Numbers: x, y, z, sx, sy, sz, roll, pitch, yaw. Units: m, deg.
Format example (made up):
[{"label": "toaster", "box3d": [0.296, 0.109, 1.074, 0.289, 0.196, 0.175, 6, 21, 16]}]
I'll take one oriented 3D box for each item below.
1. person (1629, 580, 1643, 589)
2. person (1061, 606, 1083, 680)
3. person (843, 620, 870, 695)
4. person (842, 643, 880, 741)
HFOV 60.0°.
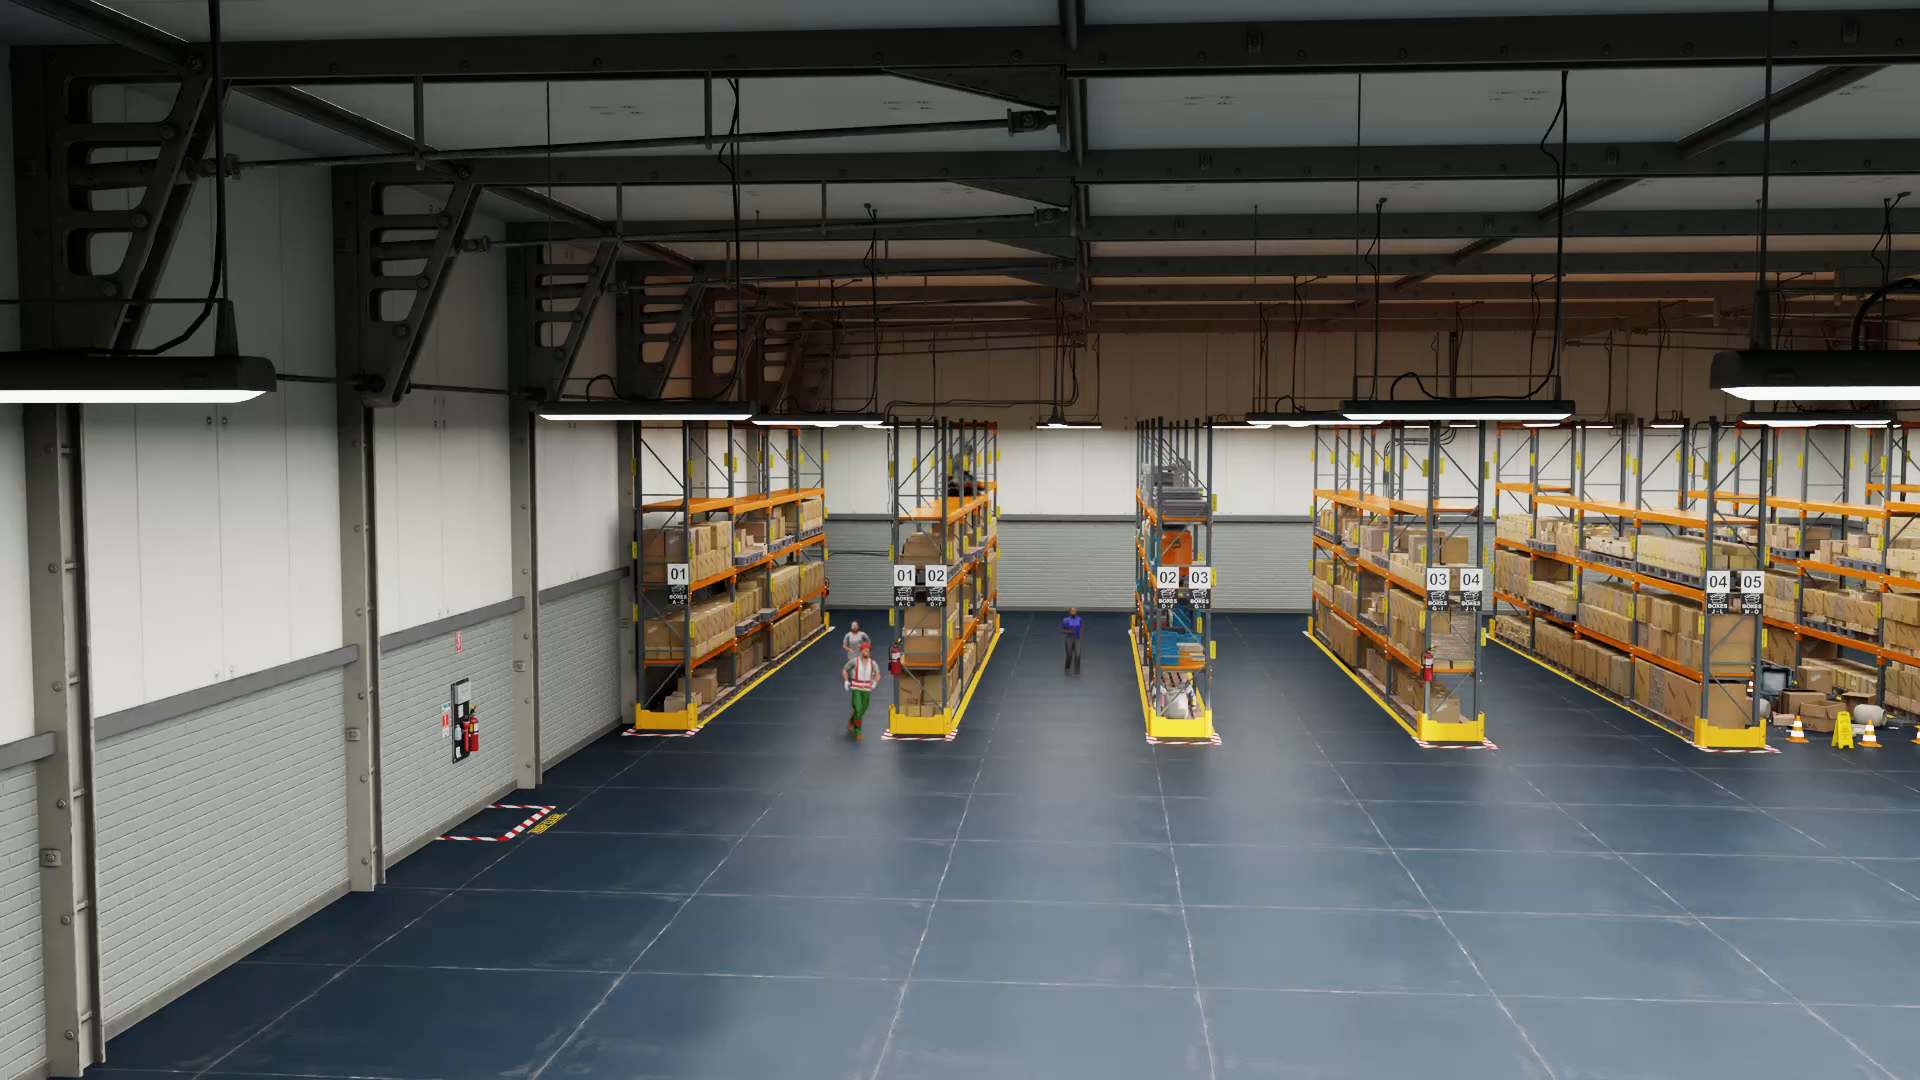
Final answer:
[{"label": "person", "box3d": [19.135, 1.805, 47.323, 0.950, 1.624, 0.614, 0, 4, 7]}, {"label": "person", "box3d": [2.613, 2.369, 38.410, 0.581, 1.646, 0.876, -1, 4, -10]}, {"label": "person", "box3d": [-2.232, 2.564, 35.766, 0.576, 1.686, 0.681, 0, 4, 1]}, {"label": "person", "box3d": [-1.844, 2.817, 31.121, 0.703, 1.773, 0.811, -2, 4, -23]}]
